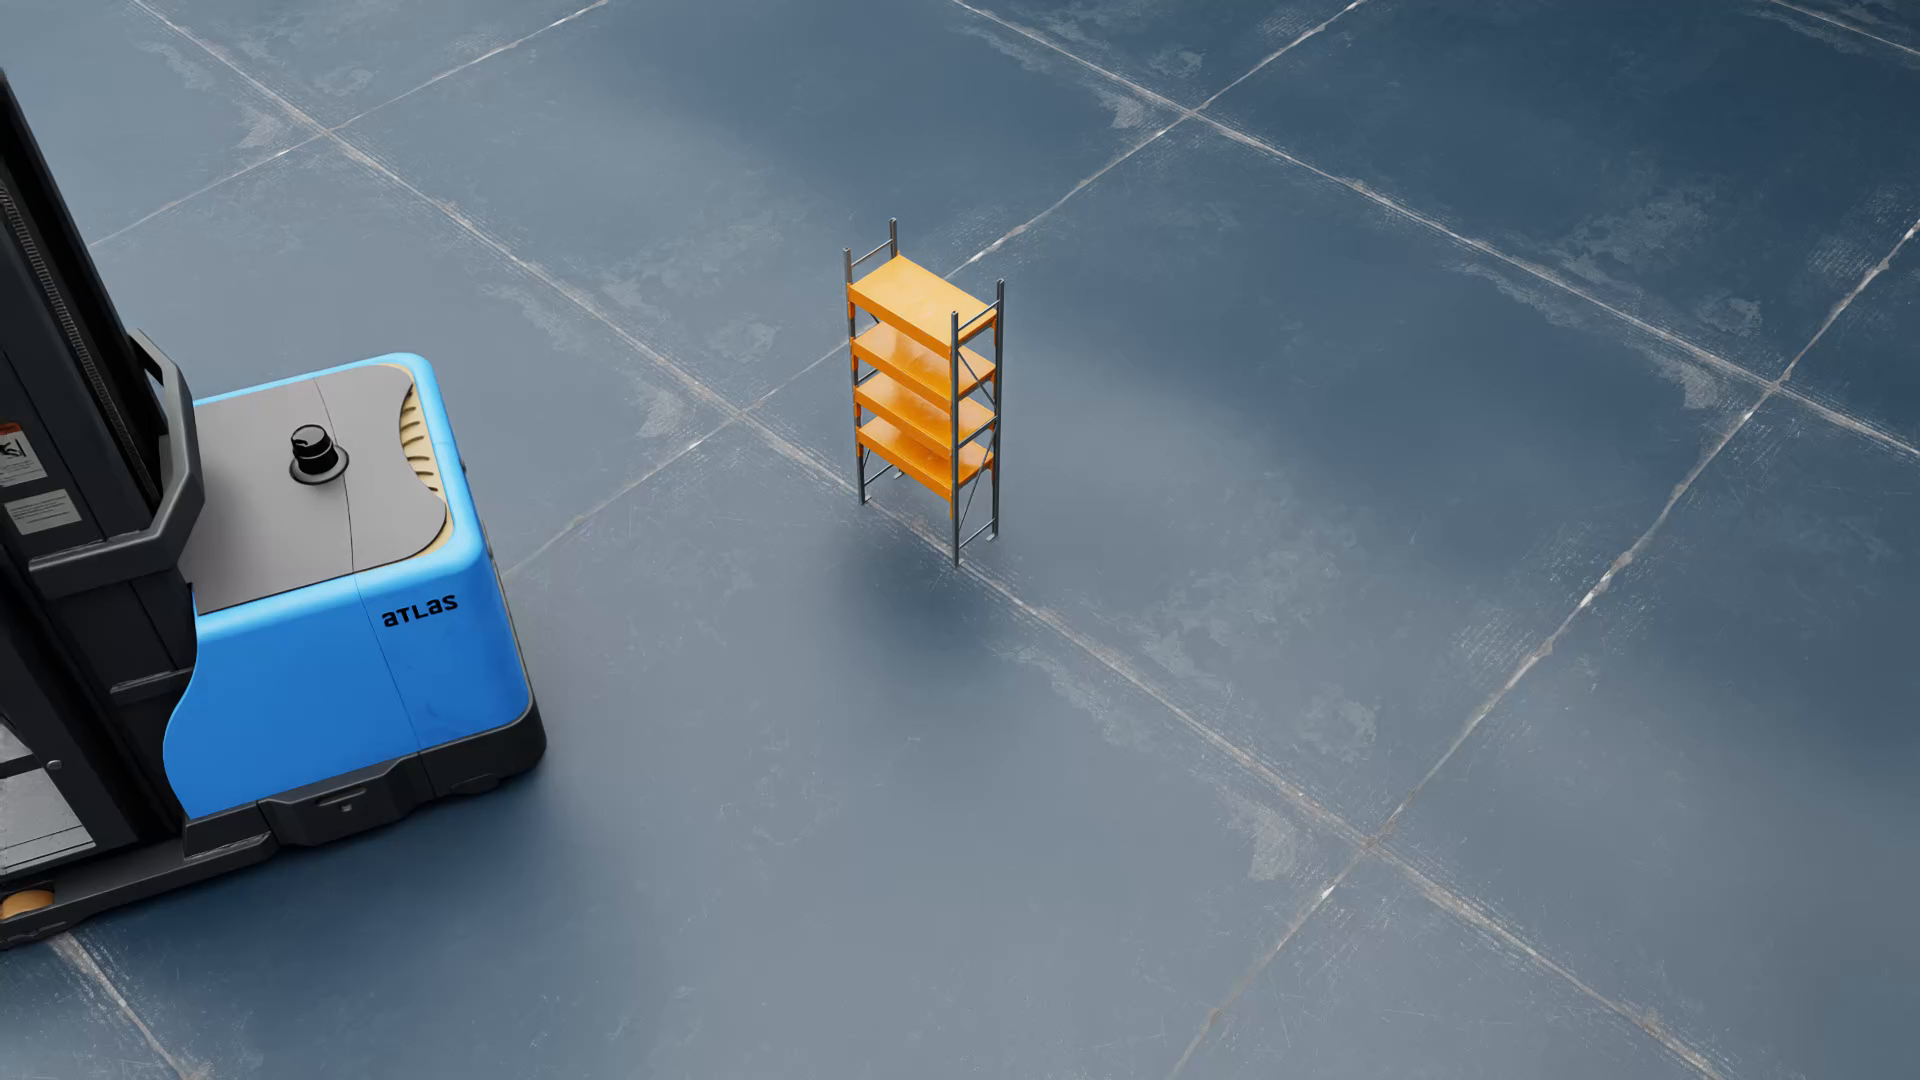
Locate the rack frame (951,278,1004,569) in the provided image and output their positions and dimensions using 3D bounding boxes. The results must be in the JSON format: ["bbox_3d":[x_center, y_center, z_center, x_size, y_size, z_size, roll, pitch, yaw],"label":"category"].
[{"bbox_3d":[0.058,-0.372,5.776,0.015,1.200,0.240,34,55,28],"label":"rack frame"}]

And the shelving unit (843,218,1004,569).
[{"bbox_3d":[-0.122,-0.493,5.889,0.503,1.200,0.258,34,55,28],"label":"shelving unit"}]

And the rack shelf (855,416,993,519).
[{"bbox_3d":[-0.122,-0.311,6.083,0.480,0.148,0.258,34,55,28],"label":"rack shelf"}]

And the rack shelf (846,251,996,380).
[{"bbox_3d":[-0.122,-0.762,5.603,0.480,0.148,0.258,34,55,28],"label":"rack shelf"}]

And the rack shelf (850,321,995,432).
[{"bbox_3d":[-0.122,-0.600,5.775,0.480,0.148,0.258,34,55,28],"label":"rack shelf"}]

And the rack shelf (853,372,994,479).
[{"bbox_3d":[-0.122,-0.446,5.938,0.480,0.148,0.258,34,55,28],"label":"rack shelf"}]

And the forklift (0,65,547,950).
[{"bbox_3d":[-2.938,-0.165,4.394,3.031,2.935,1.130,-16,49,-15],"label":"forklift"}]

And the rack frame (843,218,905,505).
[{"bbox_3d":[-0.301,-0.613,6.003,0.015,1.200,0.240,34,55,28],"label":"rack frame"}]
